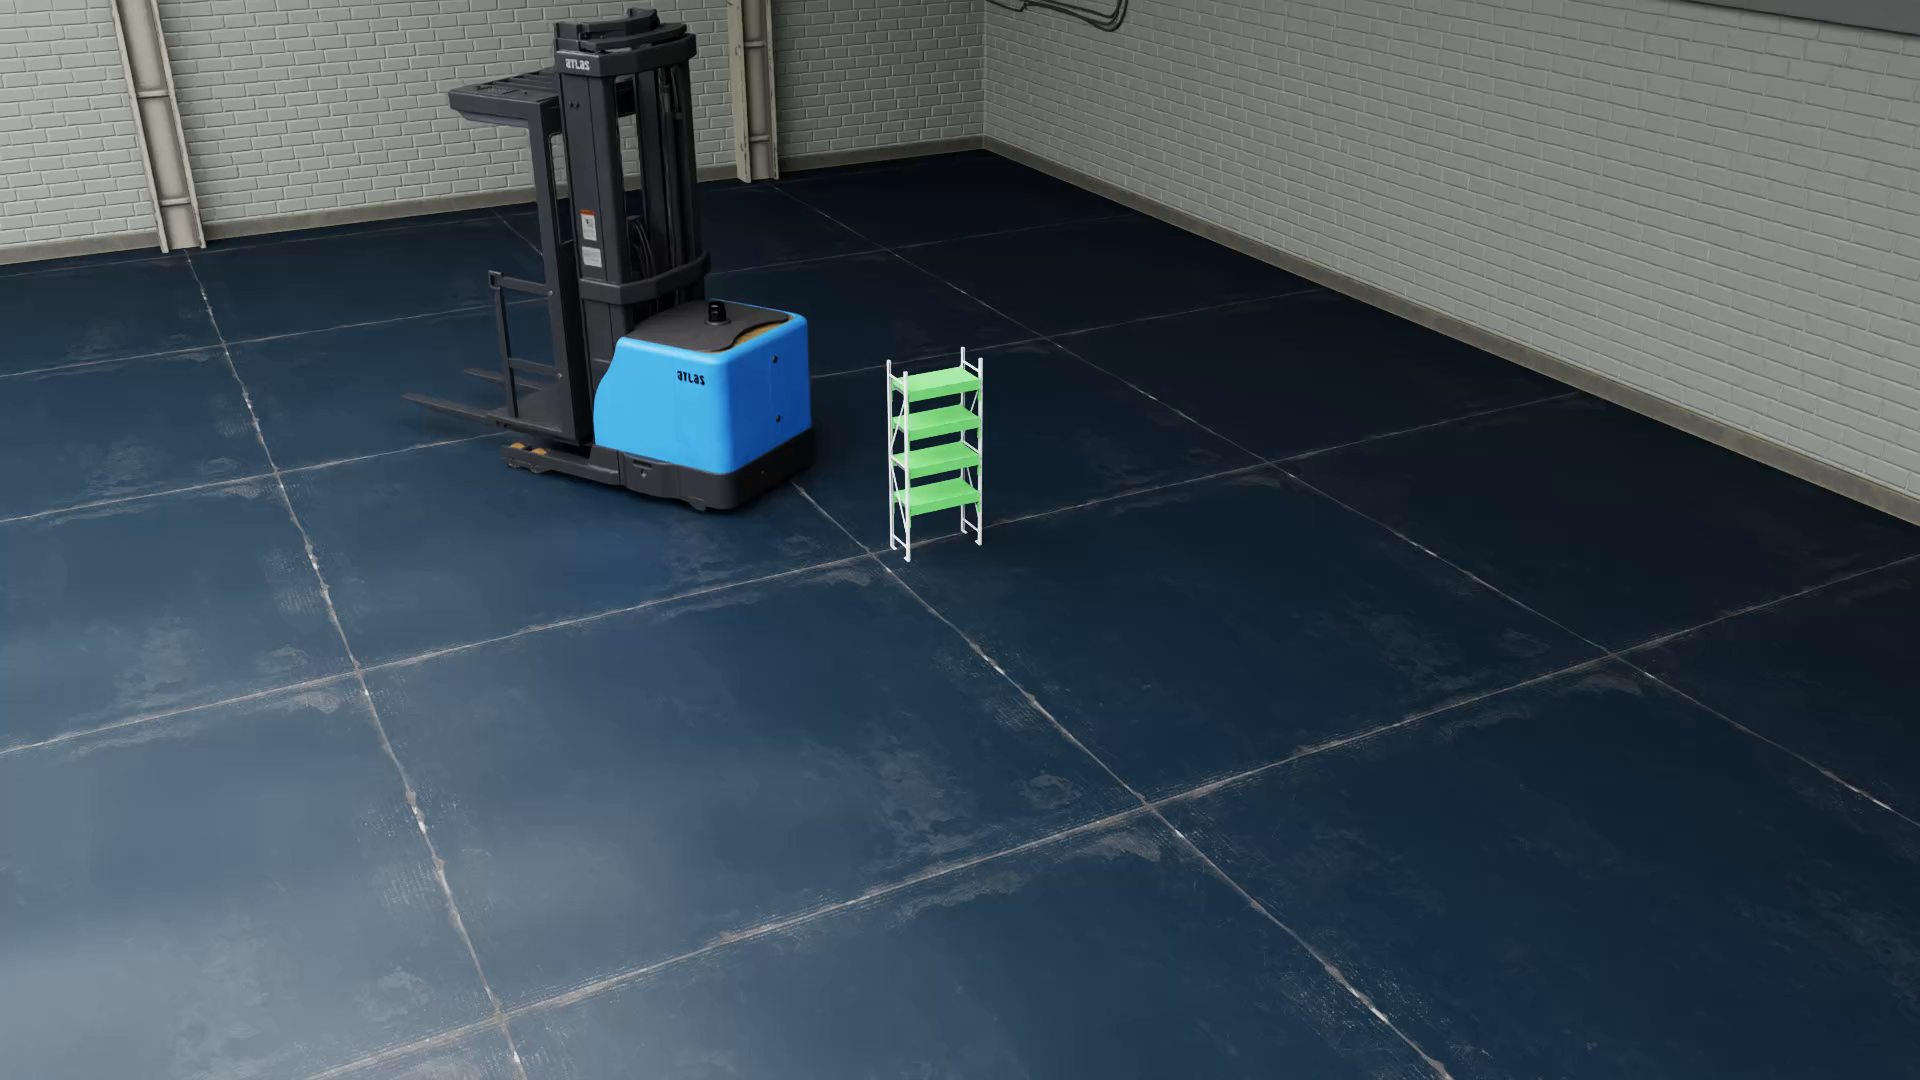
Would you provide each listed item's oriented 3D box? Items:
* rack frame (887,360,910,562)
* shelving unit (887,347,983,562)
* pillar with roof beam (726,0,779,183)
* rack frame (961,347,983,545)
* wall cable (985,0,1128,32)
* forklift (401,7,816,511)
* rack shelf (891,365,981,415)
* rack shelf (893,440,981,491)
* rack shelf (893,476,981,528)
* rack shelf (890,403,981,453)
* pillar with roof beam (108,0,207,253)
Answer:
[{"bbox_3d":[-0.361,-0.457,9.817,0.015,1.200,0.240,-13,29,-25],"label":"rack frame"},{"bbox_3d":[-0.146,-0.507,9.920,0.503,1.200,0.258,-13,29,-25],"label":"shelving unit"},{"bbox_3d":[-0.253,-6.498,13.387,0.400,9.000,9.100,-13,29,-25],"label":"pillar with roof beam"},{"bbox_3d":[0.069,-0.557,10.024,0.015,1.200,0.240,-13,29,-25],"label":"rack frame"},{"bbox_3d":[0.943,-6.837,17.681,0.112,2.526,3.097,-13,29,-25],"label":"wall cable"},{"bbox_3d":[-2.515,-1.951,10.928,3.031,2.935,1.130,14,29,26],"label":"forklift"},{"bbox_3d":[-0.146,-0.882,9.740,0.480,0.148,0.258,-13,29,-25],"label":"rack shelf"},{"bbox_3d":[-0.146,-0.450,9.948,0.480,0.148,0.258,-13,29,-25],"label":"rack shelf"},{"bbox_3d":[-0.146,-0.233,10.052,0.480,0.148,0.258,-13,29,-25],"label":"rack shelf"},{"bbox_3d":[-0.146,-0.666,9.844,0.480,0.148,0.258,-13,29,-25],"label":"rack shelf"},{"bbox_3d":[-5.547,-5.276,10.842,0.400,9.000,9.100,-13,29,-25],"label":"pillar with roof beam"}]
